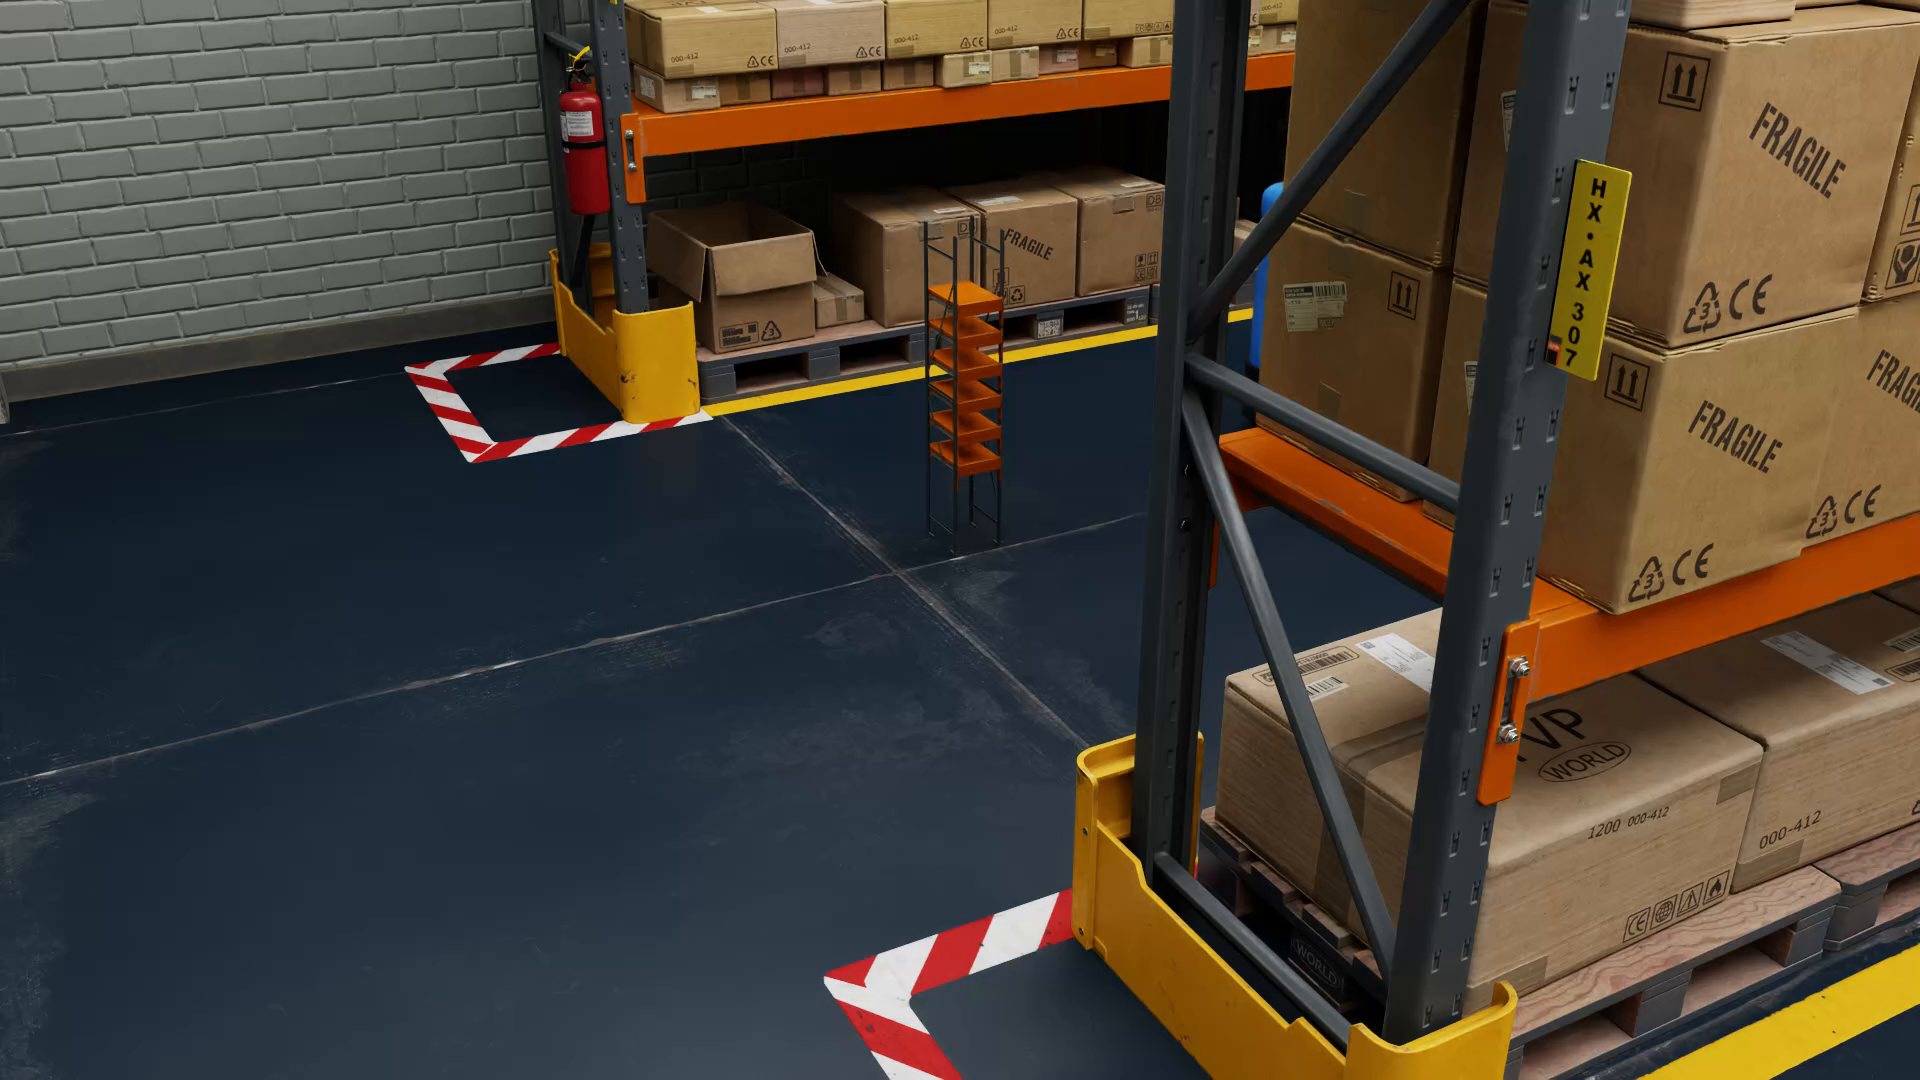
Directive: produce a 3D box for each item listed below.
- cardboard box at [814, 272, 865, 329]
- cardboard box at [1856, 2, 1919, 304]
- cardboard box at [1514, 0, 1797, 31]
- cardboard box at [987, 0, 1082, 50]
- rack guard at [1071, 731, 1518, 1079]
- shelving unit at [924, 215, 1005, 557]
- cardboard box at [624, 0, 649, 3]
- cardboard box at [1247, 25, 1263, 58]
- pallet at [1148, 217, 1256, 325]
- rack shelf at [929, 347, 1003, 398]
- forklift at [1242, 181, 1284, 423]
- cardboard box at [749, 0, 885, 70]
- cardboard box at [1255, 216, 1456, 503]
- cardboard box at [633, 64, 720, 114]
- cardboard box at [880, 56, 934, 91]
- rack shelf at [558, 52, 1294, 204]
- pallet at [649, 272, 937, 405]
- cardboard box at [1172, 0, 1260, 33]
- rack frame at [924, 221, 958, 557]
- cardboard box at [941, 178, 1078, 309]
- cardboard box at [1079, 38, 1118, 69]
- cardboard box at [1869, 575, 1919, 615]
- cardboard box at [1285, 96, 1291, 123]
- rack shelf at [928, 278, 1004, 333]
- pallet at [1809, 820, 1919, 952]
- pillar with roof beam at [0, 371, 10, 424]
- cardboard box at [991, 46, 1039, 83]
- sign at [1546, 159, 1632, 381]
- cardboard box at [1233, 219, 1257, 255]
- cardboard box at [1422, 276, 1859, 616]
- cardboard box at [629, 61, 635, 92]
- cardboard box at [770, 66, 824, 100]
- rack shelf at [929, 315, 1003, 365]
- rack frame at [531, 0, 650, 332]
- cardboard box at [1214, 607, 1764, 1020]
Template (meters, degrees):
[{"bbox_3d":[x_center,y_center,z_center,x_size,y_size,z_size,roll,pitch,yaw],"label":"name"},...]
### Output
[{"bbox_3d":[-0.656,-1.157,8.004,0.250,0.149,0.380,-14,29,-27],"label":"cardboard box"},{"bbox_3d":[1.715,-0.791,3.161,0.500,0.500,0.500,-14,29,-26],"label":"cardboard box"},{"bbox_3d":[1.149,-0.953,2.749,0.250,0.149,0.380,-12,28,-24],"label":"cardboard box"},{"bbox_3d":[0.225,-2.469,7.756,0.500,0.250,0.500,-14,29,-26],"label":"cardboard box"},{"bbox_3d":[0.684,0.933,3.728,0.348,0.500,1.175,-13,29,-25],"label":"rack guard"},{"bbox_3d":[0.013,-0.544,5.996,0.189,1.200,0.258,-13,29,-25],"label":"shelving unit"},{"bbox_3d":[-1.353,-2.355,7.518,0.500,0.250,0.500,-12,28,-24],"label":"cardboard box"},{"bbox_3d":[1.296,-2.510,8.302,0.250,0.149,0.380,-12,28,-24],"label":"cardboard box"},{"bbox_3d":[1.289,-1.511,9.154,1.213,0.211,1.003,-13,29,-25],"label":"pallet"},{"bbox_3d":[0.013,-0.612,5.964,0.180,0.103,0.258,-13,29,-25],"label":"rack shelf"},{"bbox_3d":[2.779,-1.910,6.841,3.031,2.935,1.130,-12,28,-23],"label":"forklift"},{"bbox_3d":[-0.662,-2.252,7.304,0.500,0.250,0.500,-13,28,-25],"label":"cardboard box"},{"bbox_3d":[1.006,-0.443,3.591,0.500,0.500,0.500,-13,28,-25],"label":"cardboard box"},{"bbox_3d":[-1.215,-1.942,7.120,0.250,0.149,0.380,-13,29,-25],"label":"cardboard box"},{"bbox_3d":[-0.313,-2.163,7.579,0.250,0.149,0.380,-13,28,-24],"label":"cardboard box"},{"bbox_3d":[0.131,-2.176,8.148,4.000,0.370,1.077,-13,29,-25],"label":"rack shelf"},{"bbox_3d":[-0.864,-1.014,8.119,1.213,0.211,1.003,-13,29,-25],"label":"pallet"},{"bbox_3d":[1.126,-2.670,8.175,0.500,0.250,0.500,-13,29,-25],"label":"cardboard box"},{"bbox_3d":[-0.068,-0.525,5.958,0.006,1.200,0.240,-13,29,-25],"label":"rack frame"},{"bbox_3d":[0.237,-1.473,8.255,0.500,0.500,0.500,-12,28,-24],"label":"cardboard box"},{"bbox_3d":[0.559,-2.394,8.061,0.250,0.149,0.380,-13,28,-24],"label":"cardboard box"},{"bbox_3d":[2.841,0.222,4.797,0.875,0.438,0.875,-14,29,-27],"label":"cardboard box"},{"bbox_3d":[2.085,-2.448,9.536,0.250,0.149,0.380,-14,29,-27],"label":"cardboard box"},{"bbox_3d":[0.013,-0.828,5.860,0.180,0.103,0.258,-13,29,-25],"label":"rack shelf"},{"bbox_3d":[2.449,0.619,4.716,1.213,0.211,1.003,-13,29,-25],"label":"pallet"},{"bbox_3d":[-2.411,-2.949,1.995,0.400,9.000,9.100,-13,29,-25],"label":"pillar with roof beam"},{"bbox_3d":[0.168,-2.247,7.755,0.250,0.149,0.380,-12,28,-24],"label":"cardboard box"},{"bbox_3d":[0.961,-0.411,2.549,0.005,0.325,0.100,-13,29,-25],"label":"sign"},{"bbox_3d":[1.542,-1.586,8.897,0.250,0.149,0.380,-14,29,-27],"label":"cardboard box"},{"bbox_3d":[1.264,-0.232,3.151,0.500,0.500,0.500,-13,29,-25],"label":"cardboard box"},{"bbox_3d":[-1.468,-2.150,7.553,0.250,0.149,0.380,-13,29,-26],"label":"cardboard box"},{"bbox_3d":[-0.796,-2.078,7.404,0.250,0.149,0.380,-13,29,-26],"label":"cardboard box"},{"bbox_3d":[0.013,-0.720,5.912,0.180,0.103,0.258,-13,29,-25],"label":"rack shelf"},{"bbox_3d":[-1.634,-2.093,7.144,0.127,3.000,1.000,-13,29,-25],"label":"rack frame"},{"bbox_3d":[1.241,0.595,4.021,0.875,0.438,0.875,-14,29,-27],"label":"cardboard box"}]
